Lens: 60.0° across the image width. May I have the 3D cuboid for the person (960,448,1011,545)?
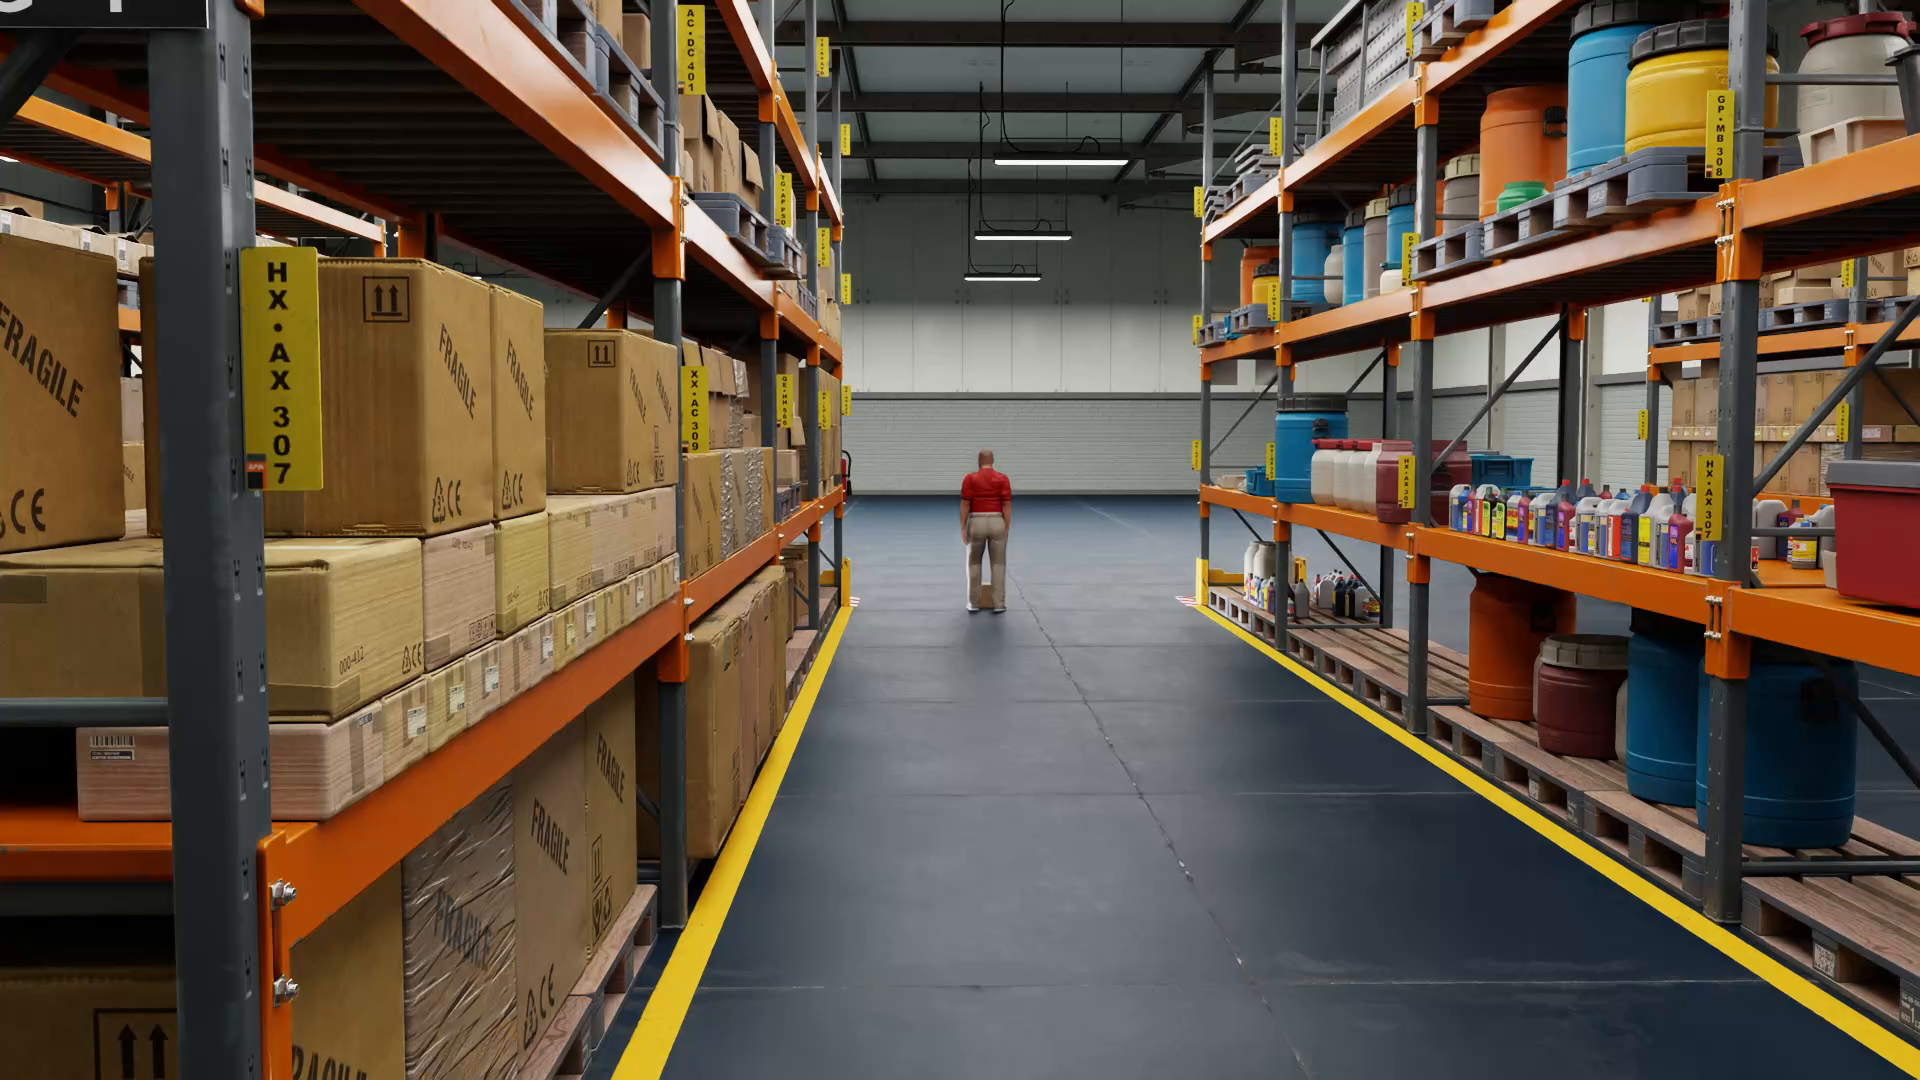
[{"bbox_3d":[0.269,-0.451,17.496,0.530,1.028,0.337,0,4,0],"label":"person"}]
